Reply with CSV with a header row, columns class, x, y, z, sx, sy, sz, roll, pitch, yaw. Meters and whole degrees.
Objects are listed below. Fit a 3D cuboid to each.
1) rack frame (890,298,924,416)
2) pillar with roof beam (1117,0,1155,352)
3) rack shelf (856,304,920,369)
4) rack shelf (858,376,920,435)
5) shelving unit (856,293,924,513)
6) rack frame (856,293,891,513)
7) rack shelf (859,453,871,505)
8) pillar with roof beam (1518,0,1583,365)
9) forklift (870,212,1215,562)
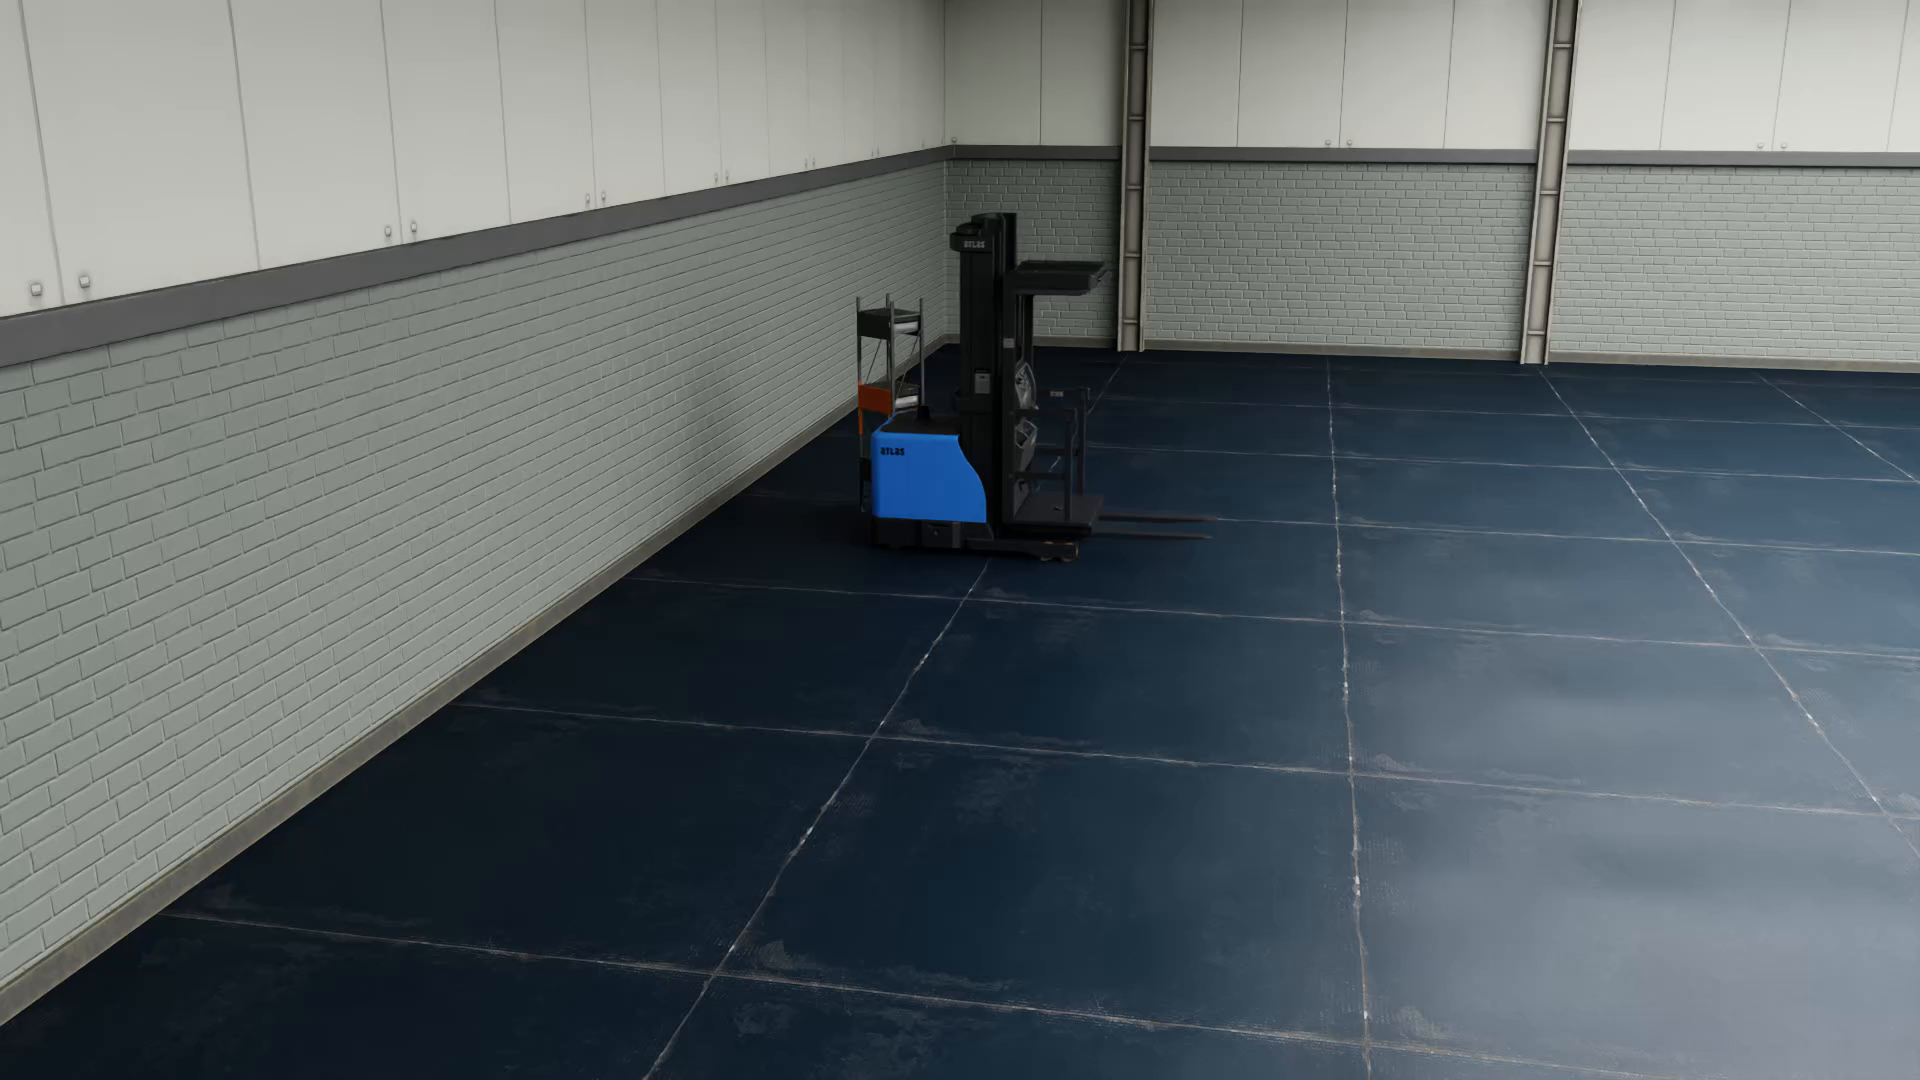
class,x,y,z,sx,sy,sz,roll,pitch,yaw
rack frame,-0.493,-1.220,15.722,0.400,2.100,0.015,-14,21,-41
pillar with roof beam,1.808,-6.179,20.698,0.400,9.000,9.100,3,16,11
rack shelf,-0.659,-1.930,15.711,0.431,0.518,0.480,-14,21,-41
rack shelf,-0.659,-1.255,15.898,0.431,0.518,0.480,-14,21,-41
shelving unit,-0.659,-1.268,15.894,0.431,2.100,0.503,-14,21,-41
rack frame,-0.825,-1.316,16.067,0.400,2.100,0.015,-14,21,-41
rack shelf,-0.659,-0.580,16.085,0.431,0.518,0.480,-14,21,-41
pillar with roof beam,7.688,-5.859,19.546,0.400,9.000,9.100,3,16,11
forklift,0.765,-1.377,14.730,3.031,2.935,1.130,3,16,10
